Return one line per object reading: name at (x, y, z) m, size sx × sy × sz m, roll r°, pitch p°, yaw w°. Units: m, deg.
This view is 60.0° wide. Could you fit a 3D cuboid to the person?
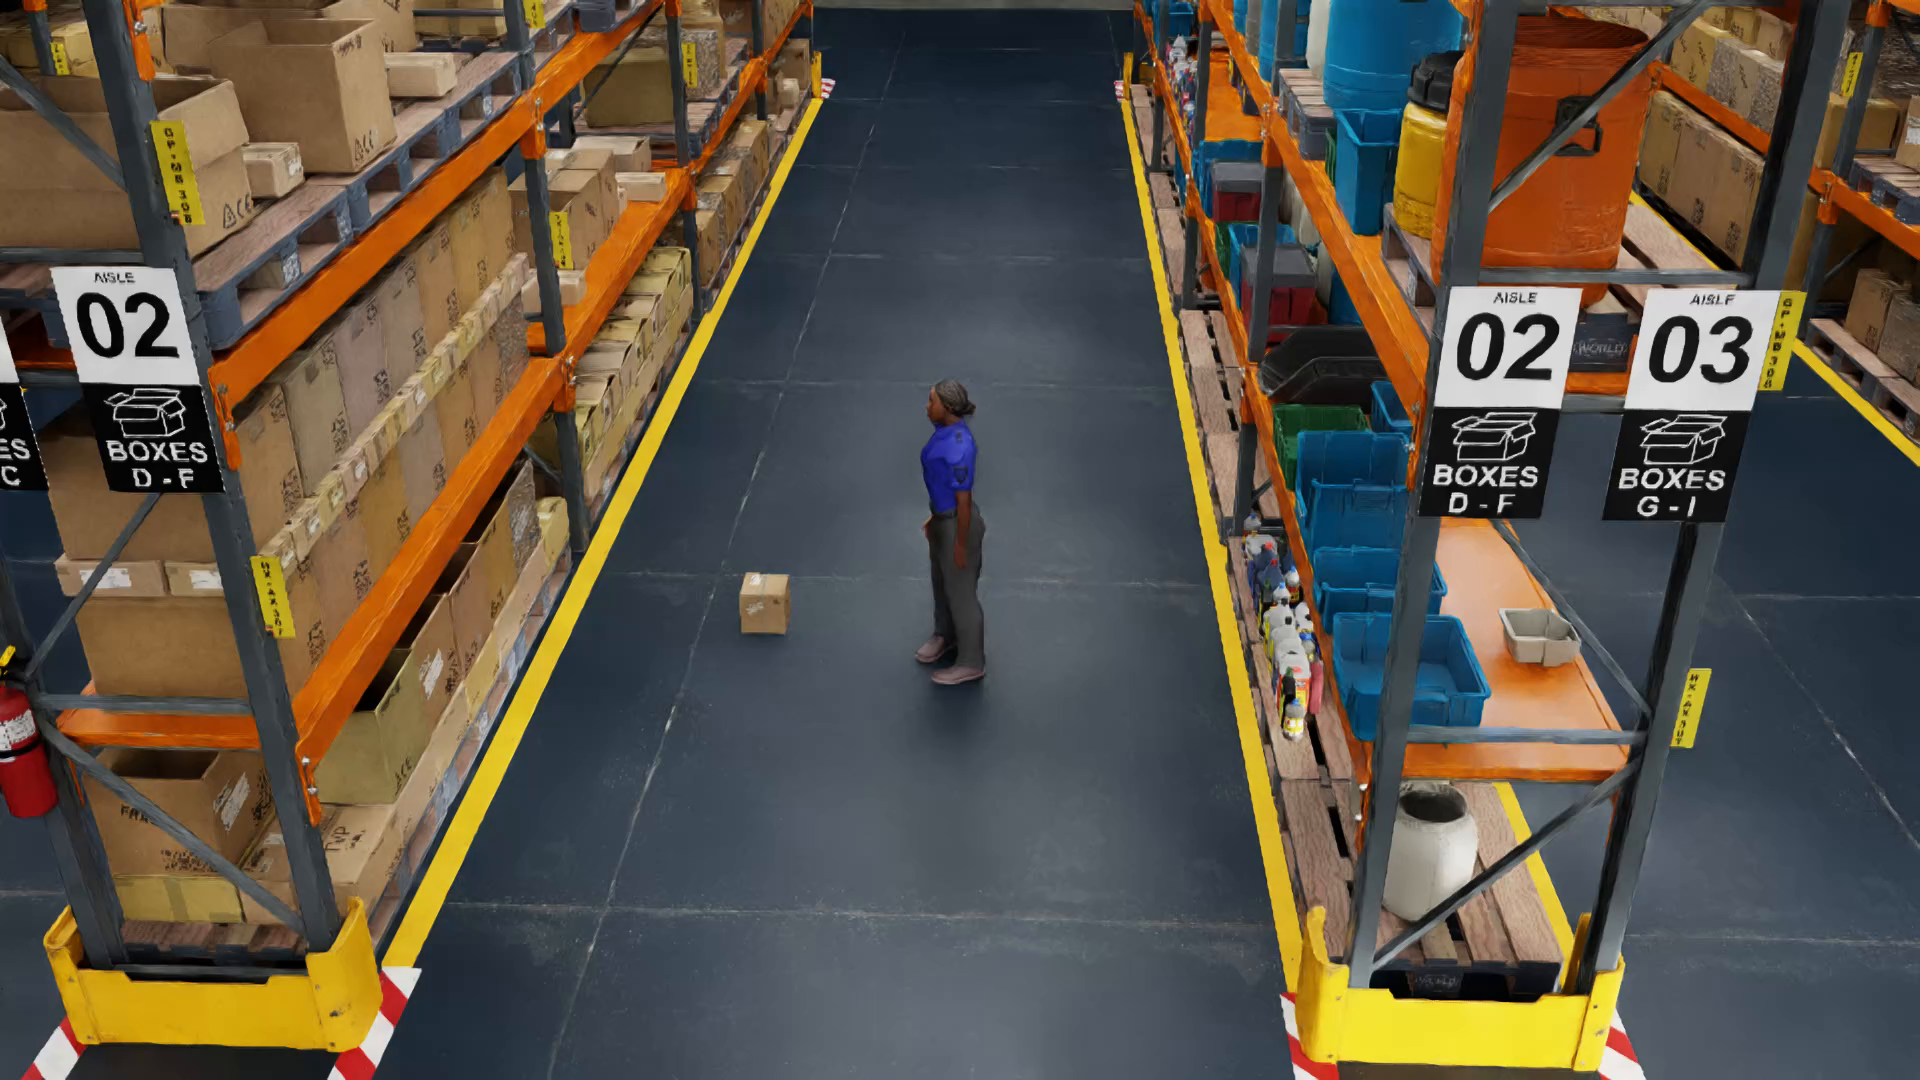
person at (-0.053, -0.060, 8.711) m, size 0.359 × 1.657 × 0.469 m, roll -4°, pitch 28°, yaw -8°
